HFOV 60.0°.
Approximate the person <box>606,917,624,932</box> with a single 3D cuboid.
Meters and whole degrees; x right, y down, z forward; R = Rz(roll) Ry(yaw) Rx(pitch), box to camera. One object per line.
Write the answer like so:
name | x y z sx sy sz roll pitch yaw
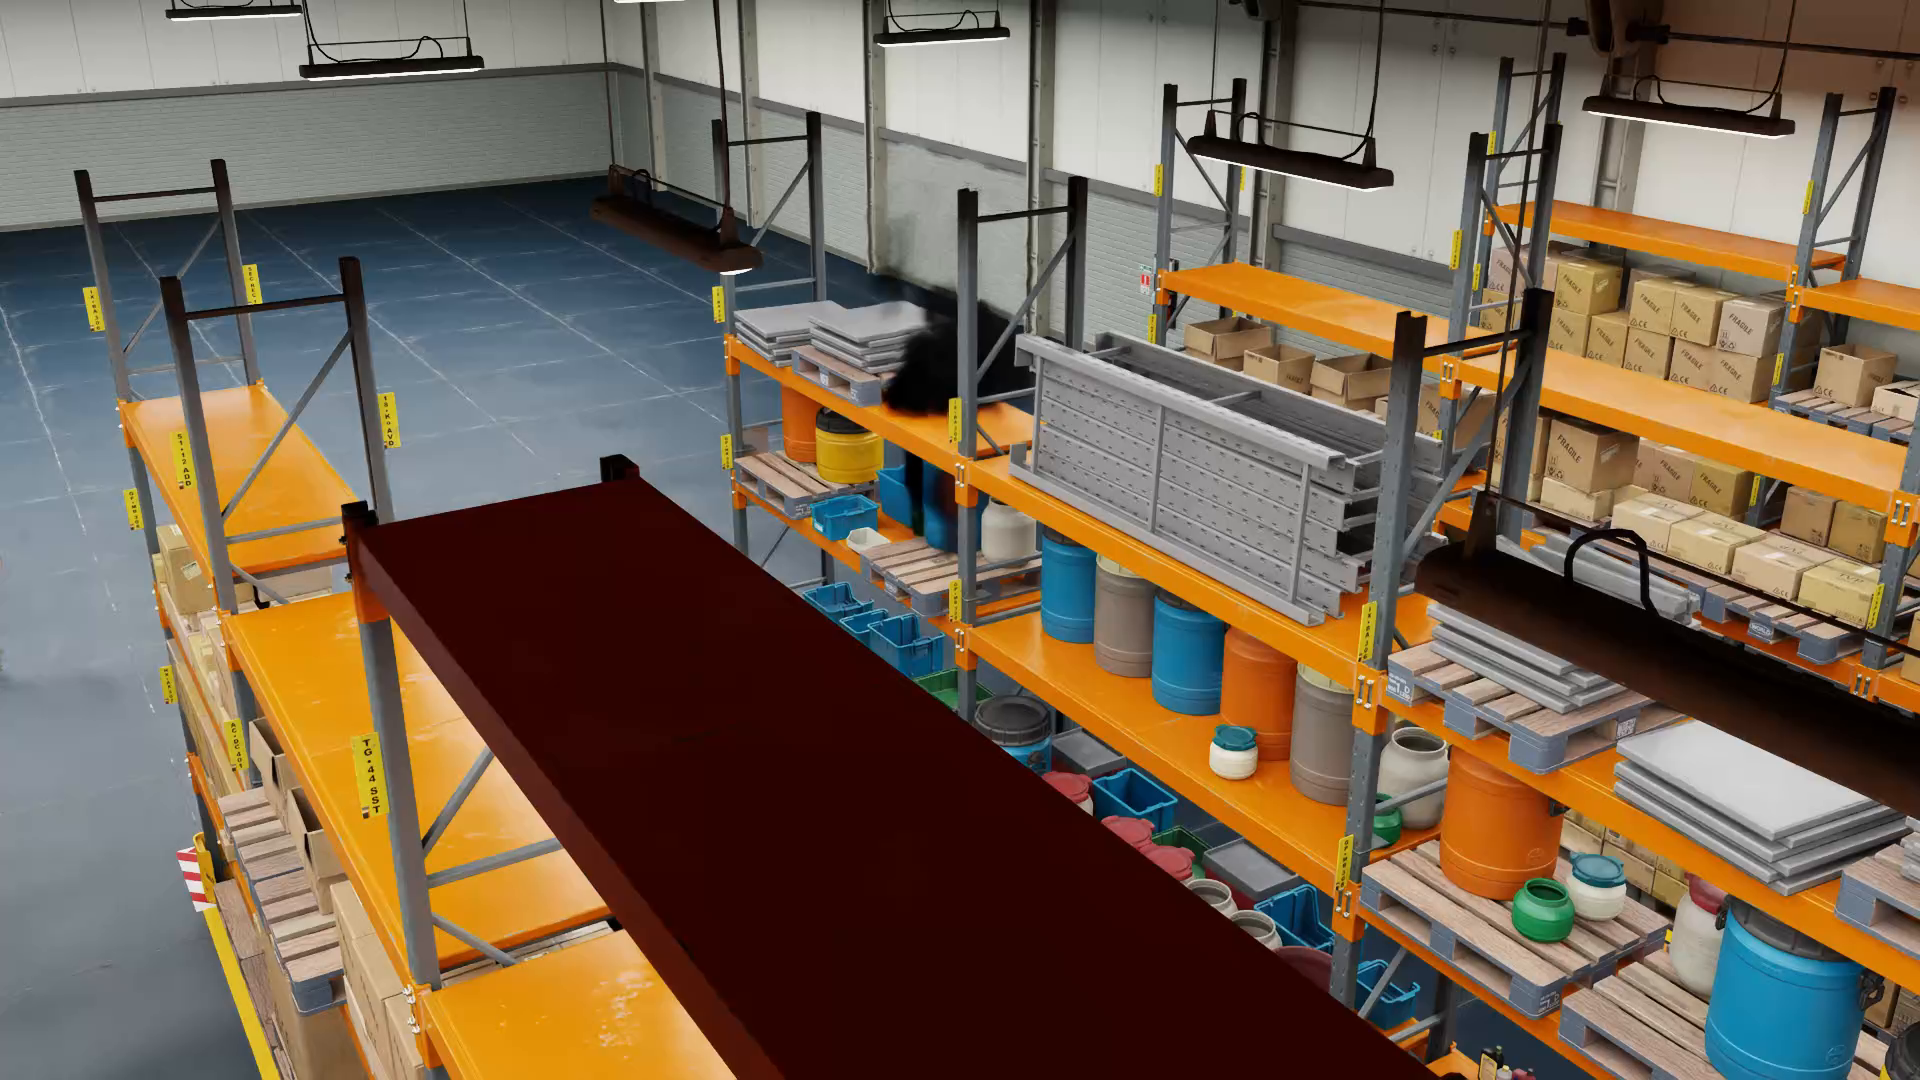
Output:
person | -2.356 2.816 11.359 0.644 1.762 0.640 -18 28 -37
